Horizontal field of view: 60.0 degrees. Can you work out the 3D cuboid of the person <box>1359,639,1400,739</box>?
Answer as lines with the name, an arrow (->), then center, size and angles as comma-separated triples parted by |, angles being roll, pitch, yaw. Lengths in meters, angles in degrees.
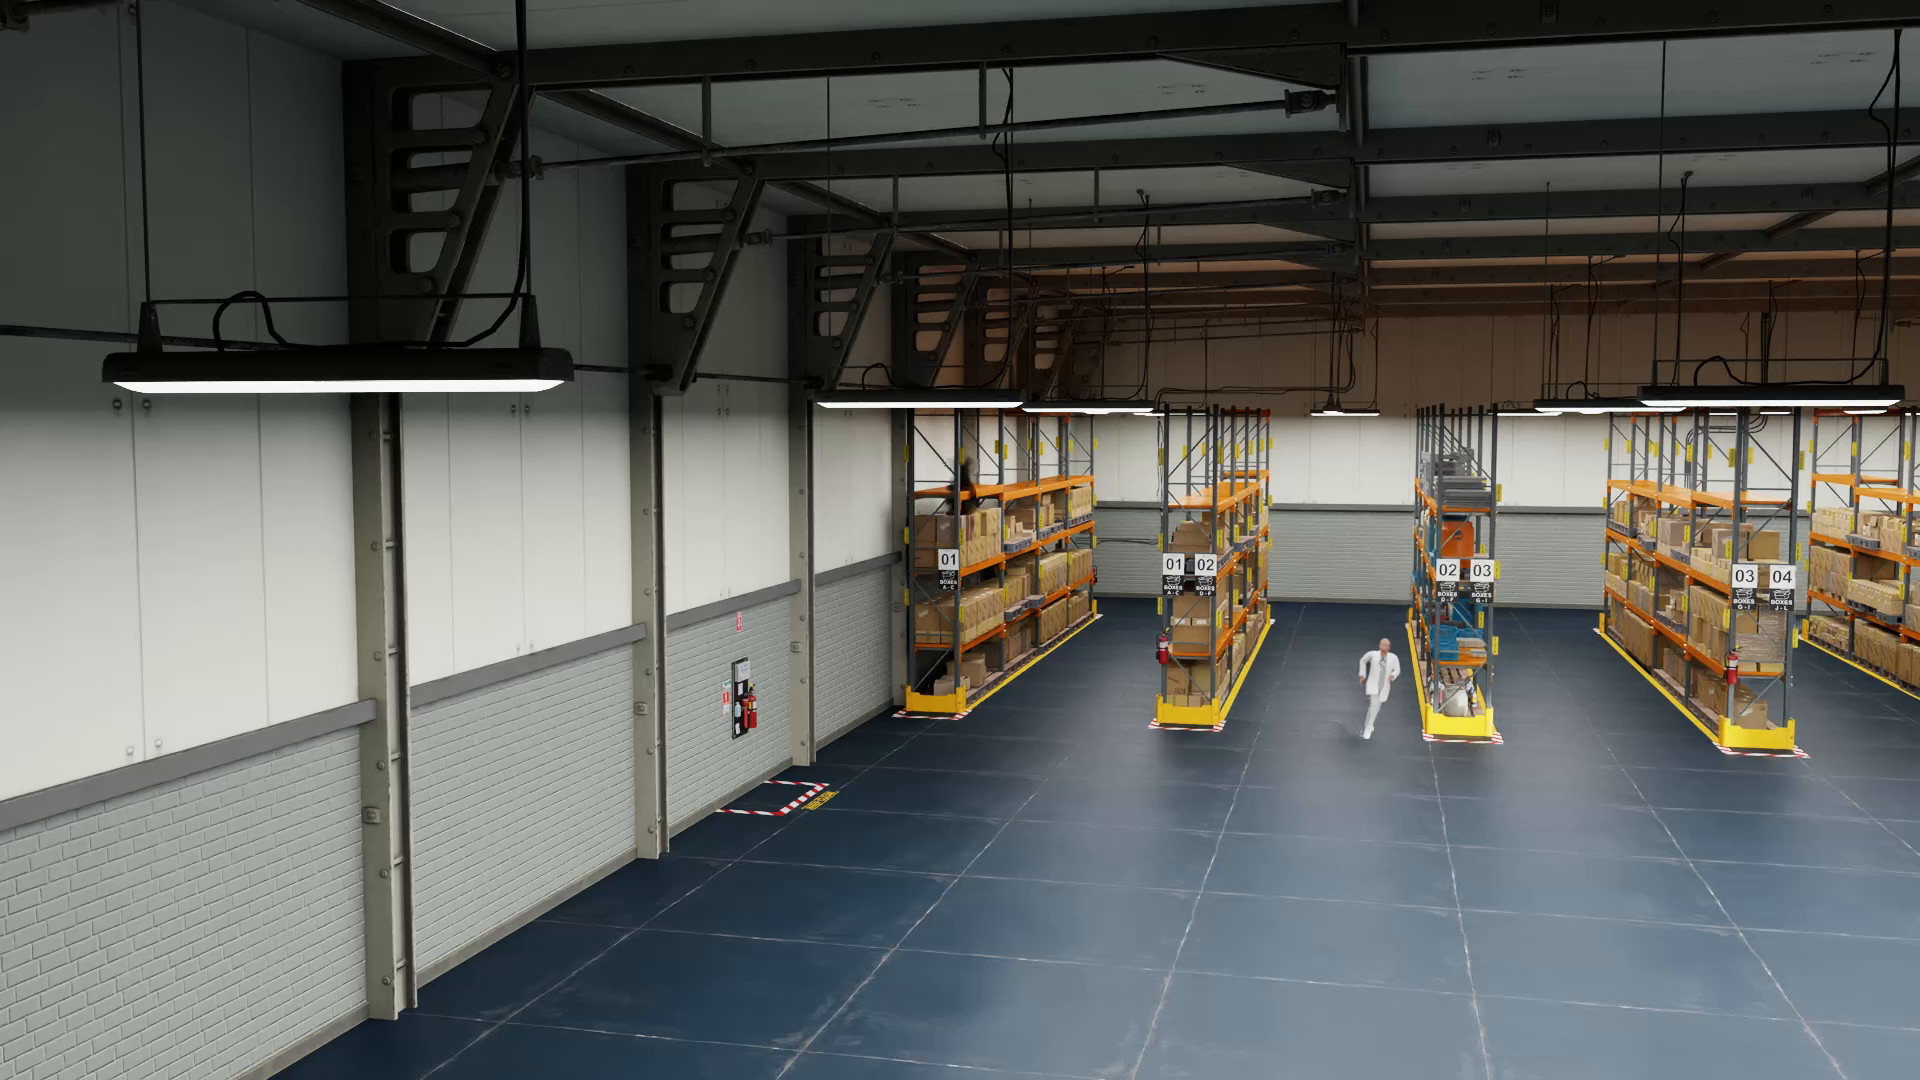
person -> 7.524, 2.643, 29.947 | 0.742, 1.758, 0.916 | 0, 4, -4

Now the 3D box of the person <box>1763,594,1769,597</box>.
person -> 21.037, 1.690, 43.540 | 0.711, 1.808, 0.684 | 2, 5, 28
